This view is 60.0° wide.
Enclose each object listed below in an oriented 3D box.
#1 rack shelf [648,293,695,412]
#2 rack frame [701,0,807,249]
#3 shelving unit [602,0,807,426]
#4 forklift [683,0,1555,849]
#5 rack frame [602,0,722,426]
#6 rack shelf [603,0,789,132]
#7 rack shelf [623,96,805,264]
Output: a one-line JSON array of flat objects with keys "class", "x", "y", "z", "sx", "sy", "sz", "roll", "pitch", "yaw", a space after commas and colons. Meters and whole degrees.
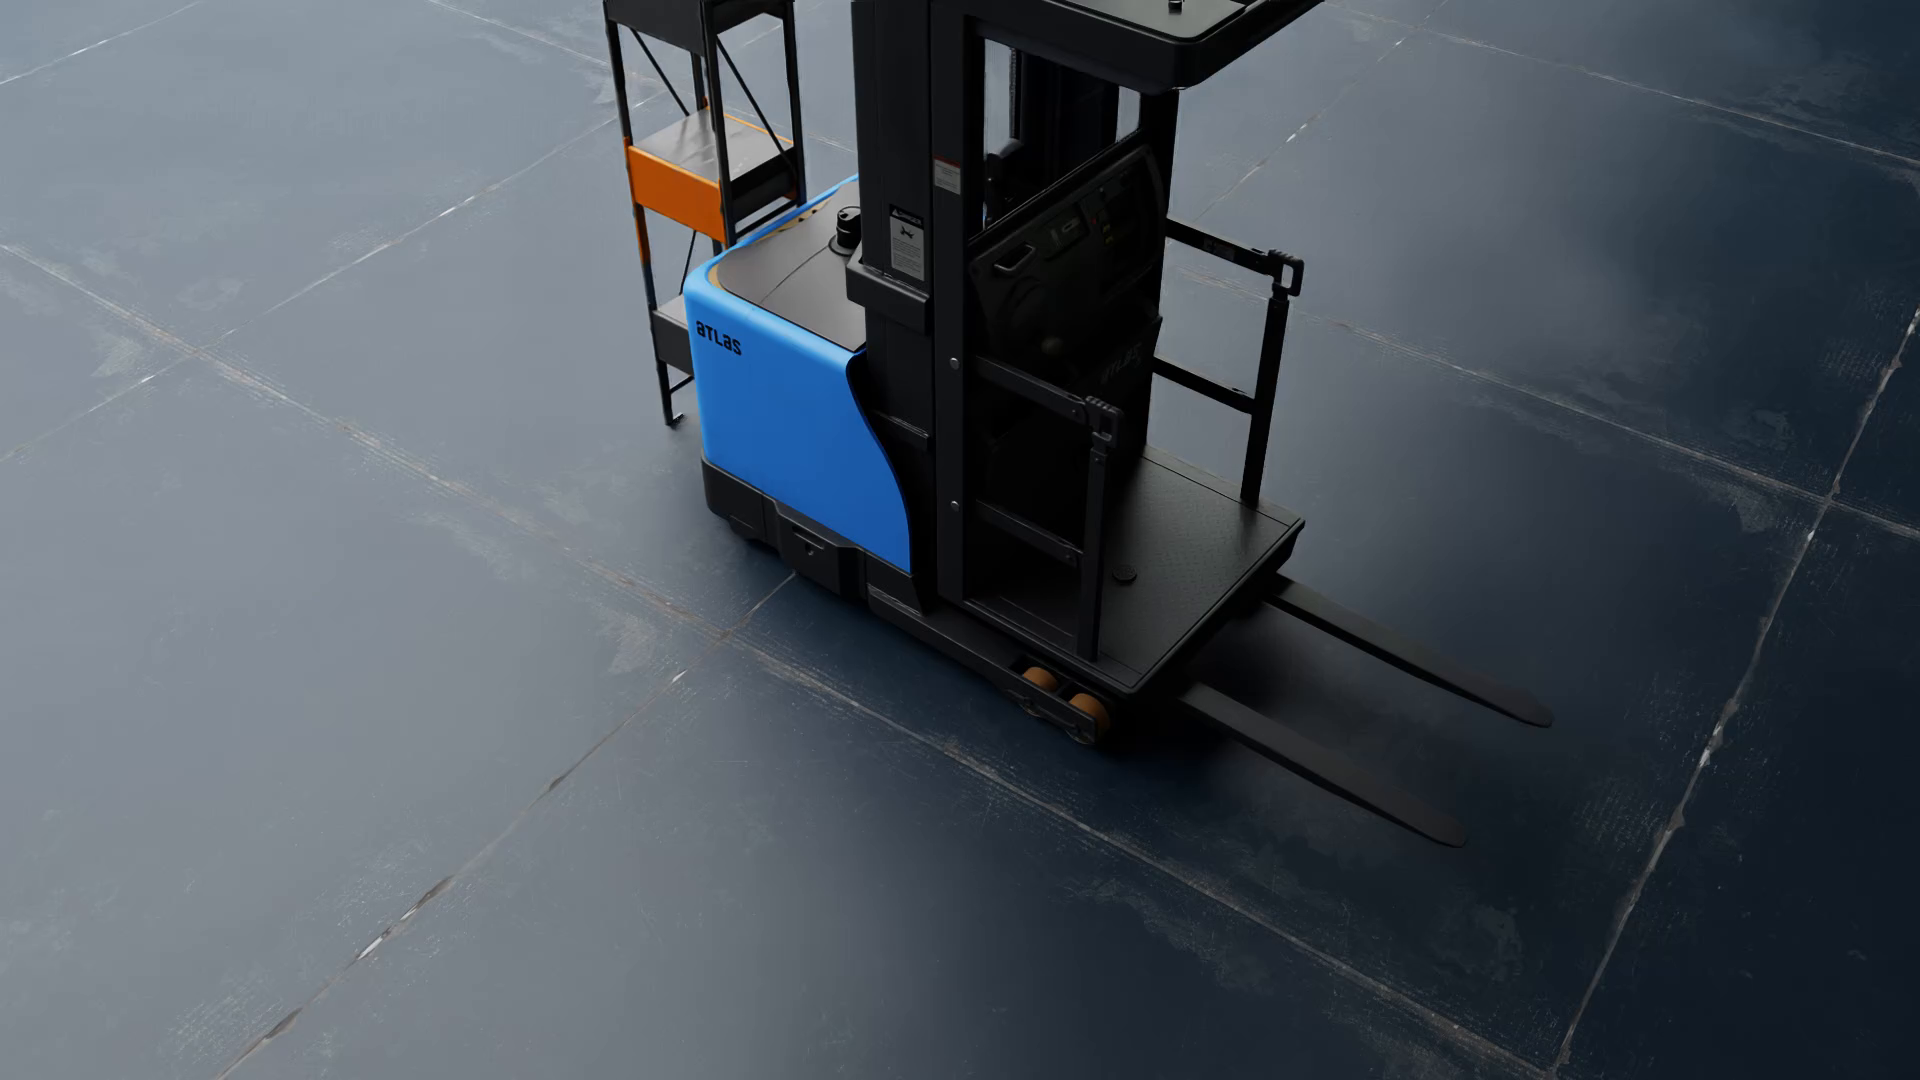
[{"class": "rack shelf", "x": -0.880, "y": -0.719, "z": 6.550, "sx": 0.480, "sy": 0.518, "sz": 0.431, "roll": 28, "pitch": 49, "yaw": 28}, {"class": "rack frame", "x": -0.690, "y": -1.150, "z": 5.960, "sx": 0.015, "sy": 2.100, "sz": 0.400, "roll": 28, "pitch": 49, "yaw": 28}, {"class": "shelving unit", "x": -0.880, "y": -1.251, "z": 6.074, "sx": 0.503, "sy": 2.100, "sz": 0.431, "roll": 28, "pitch": 49, "yaw": 28}, {"class": "forklift", "x": 0.505, "y": -0.822, "z": 4.971, "sx": 3.031, "sy": 2.935, "sz": 1.130, "roll": 28, "pitch": 49, "yaw": 28}, {"class": "rack frame", "x": -1.071, "y": -1.353, "z": 6.187, "sx": 0.015, "sy": 2.100, "sz": 0.400, "roll": 28, "pitch": 49, "yaw": 28}, {"class": "rack shelf", "x": -0.880, "y": -1.763, "z": 5.616, "sx": 0.480, "sy": 0.518, "sz": 0.431, "roll": 28, "pitch": 49, "yaw": 28}, {"class": "rack shelf", "x": -0.880, "y": -1.241, "z": 6.083, "sx": 0.480, "sy": 0.518, "sz": 0.431, "roll": 28, "pitch": 49, "yaw": 28}]
